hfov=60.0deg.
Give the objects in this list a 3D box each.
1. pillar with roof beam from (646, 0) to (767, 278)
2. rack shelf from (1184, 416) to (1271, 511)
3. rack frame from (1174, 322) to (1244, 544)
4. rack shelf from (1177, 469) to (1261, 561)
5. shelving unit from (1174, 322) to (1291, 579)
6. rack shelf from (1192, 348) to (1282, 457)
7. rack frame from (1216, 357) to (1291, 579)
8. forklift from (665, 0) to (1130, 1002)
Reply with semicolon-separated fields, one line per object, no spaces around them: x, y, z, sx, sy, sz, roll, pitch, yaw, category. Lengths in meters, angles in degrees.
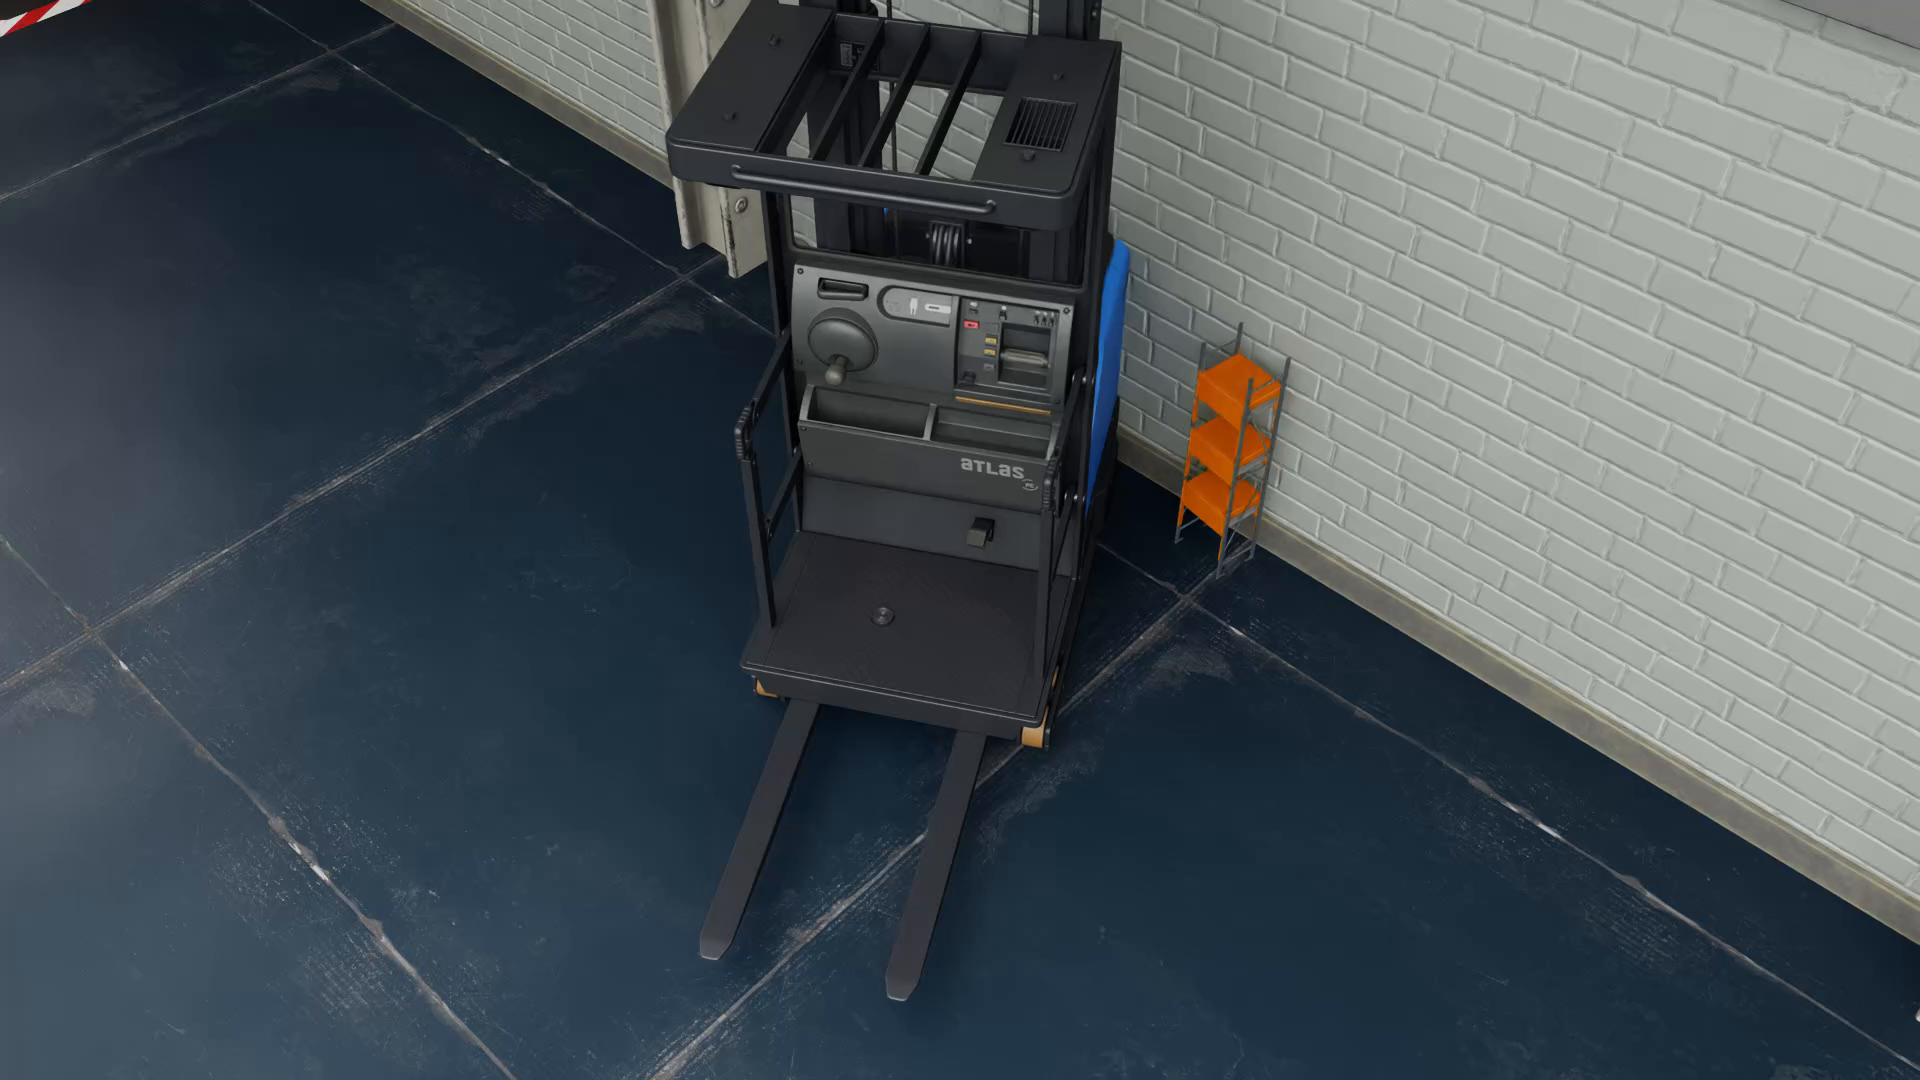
-4.028;-2.197;2.640;0.400;9.000;9.100;34;55;28;pillar with roof beam
1.024;-0.312;6.338;0.215;0.259;0.240;-29;53;-24;rack shelf
0.951;-0.391;6.397;0.200;1.050;0.008;-29;53;-24;rack frame
1.024;-0.122;6.540;0.215;0.259;0.240;-29;53;-24;rack shelf
1.024;-0.320;6.330;0.215;1.050;0.252;-29;53;-24;shelving unit
1.024;-0.507;6.131;0.215;0.259;0.240;-29;53;-24;rack shelf
1.098;-0.249;6.263;0.200;1.050;0.008;-29;53;-24;rack frame
-0.143;-0.562;5.267;1.130;2.935;3.031;10;48;9;forklift
